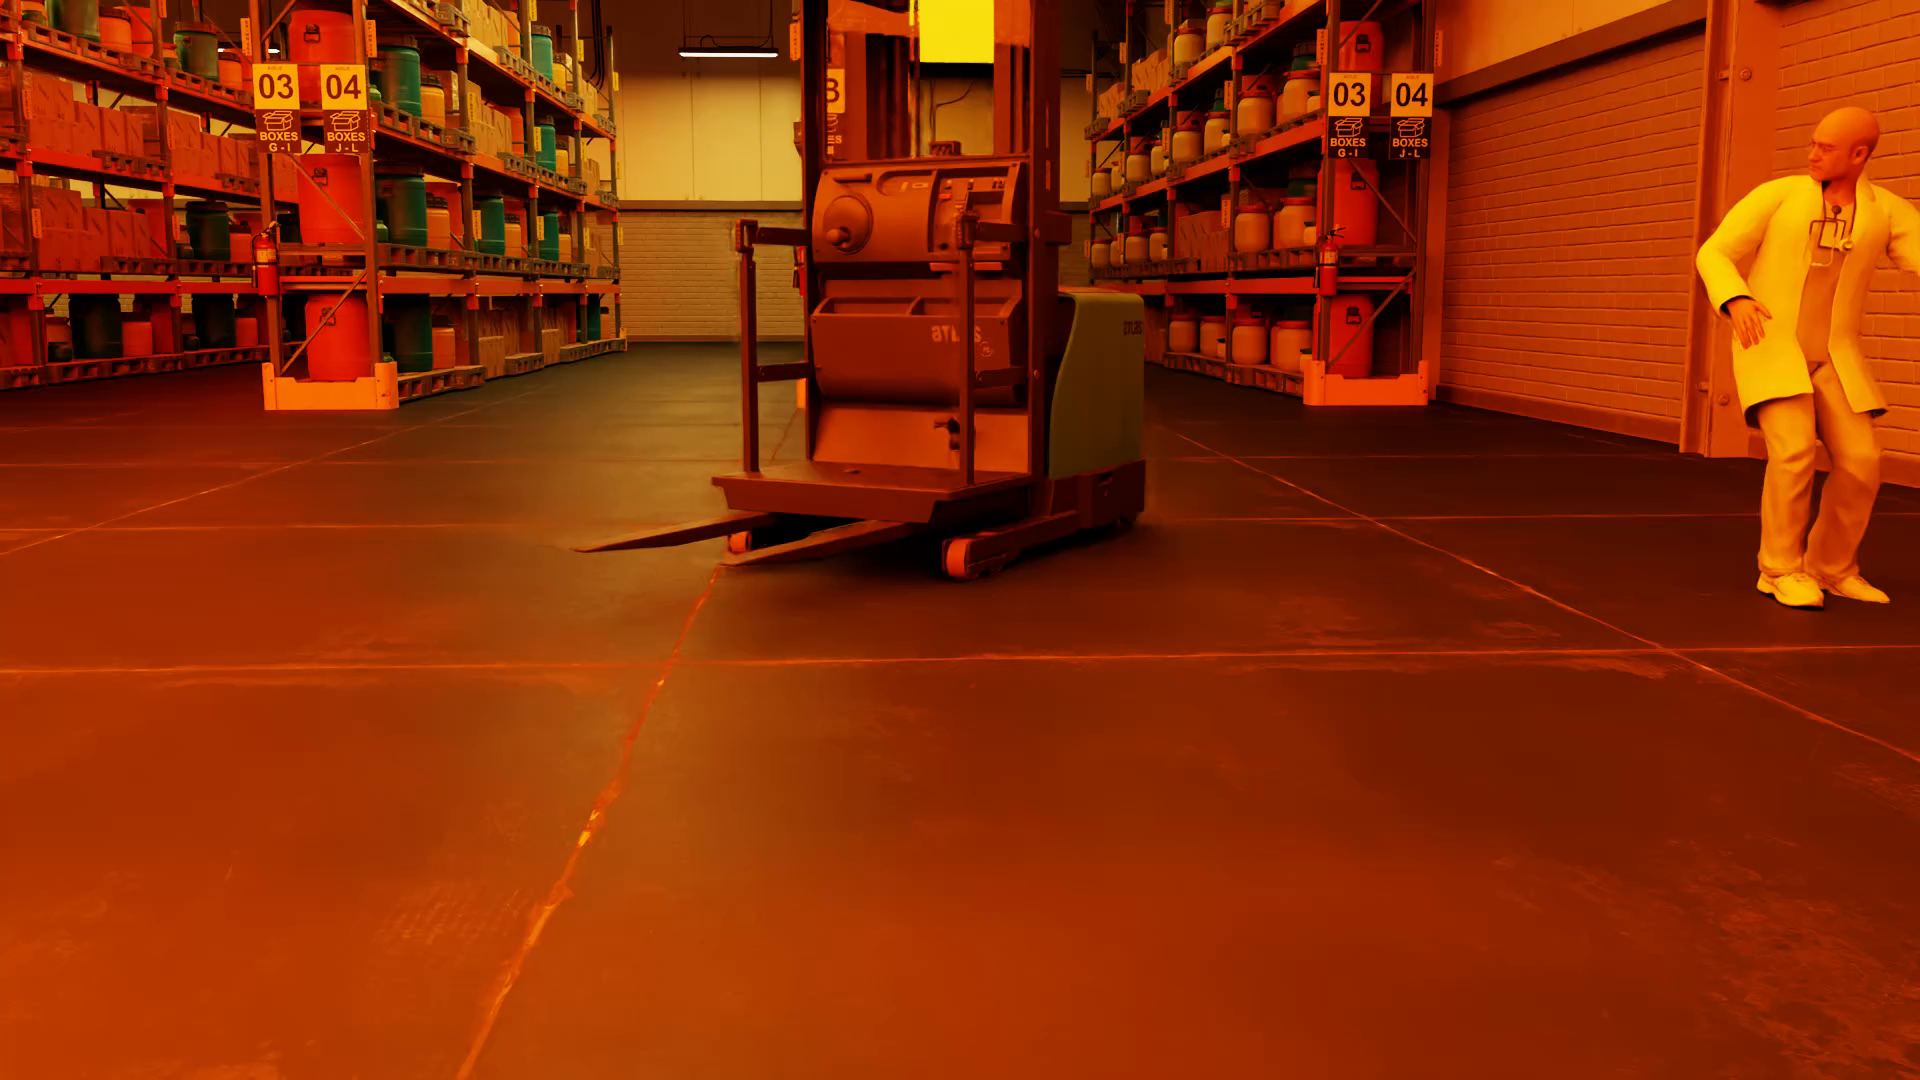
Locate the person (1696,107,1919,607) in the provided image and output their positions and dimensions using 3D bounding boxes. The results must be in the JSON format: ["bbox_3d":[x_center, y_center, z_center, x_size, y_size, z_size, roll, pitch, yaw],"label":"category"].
[{"bbox_3d":[3.020,-0.612,5.760,0.829,1.736,0.644,1,8,4],"label":"person"}]

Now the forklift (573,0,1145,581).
[{"bbox_3d":[-0.284,-1.370,6.557,1.130,2.935,3.031,5,10,28],"label":"forklift"}]
